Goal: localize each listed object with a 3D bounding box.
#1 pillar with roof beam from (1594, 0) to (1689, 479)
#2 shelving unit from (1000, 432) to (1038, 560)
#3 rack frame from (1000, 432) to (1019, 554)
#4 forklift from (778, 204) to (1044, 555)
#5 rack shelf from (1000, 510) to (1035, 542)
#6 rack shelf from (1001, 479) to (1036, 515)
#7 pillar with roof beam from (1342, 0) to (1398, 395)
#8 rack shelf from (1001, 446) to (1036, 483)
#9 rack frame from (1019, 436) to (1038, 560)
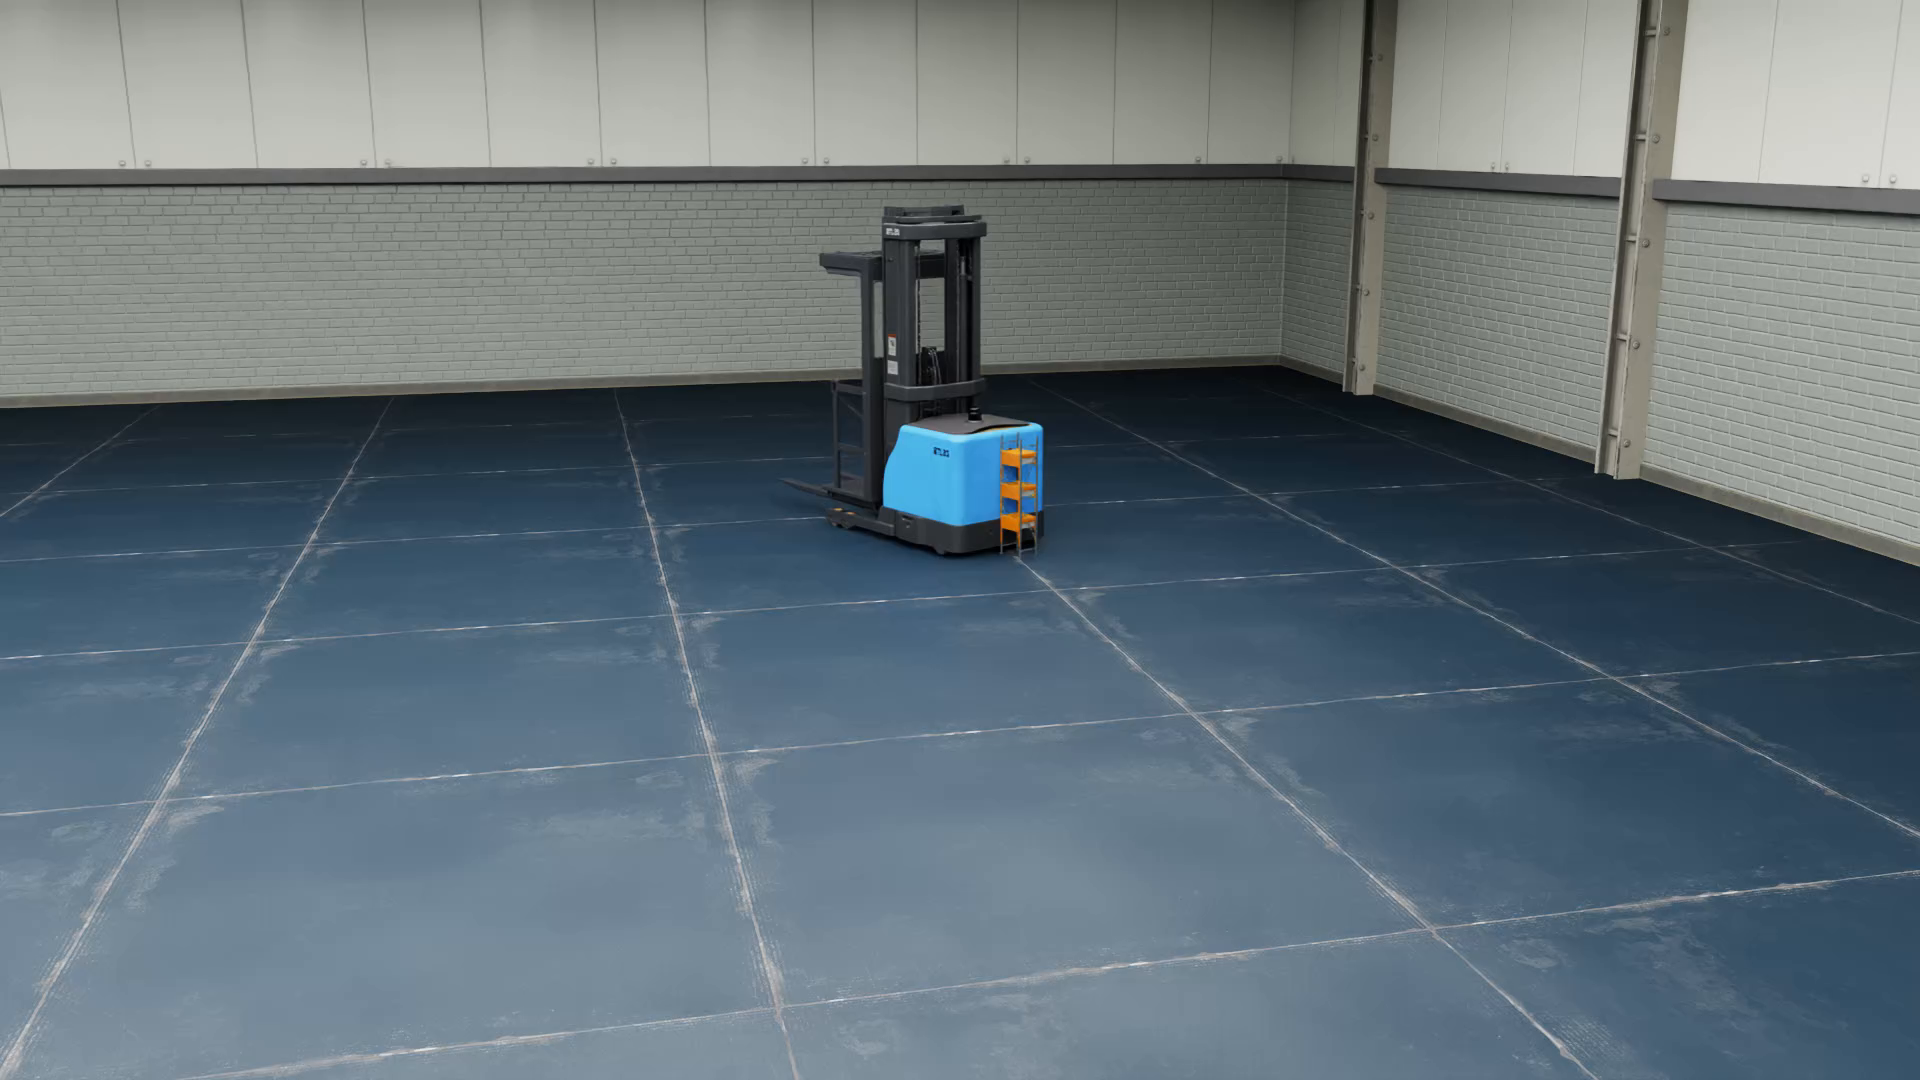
[{"bbox_3d":[2.841,-4.824,15.711,9.100,9.000,0.400,-3,14,-13],"label":"pillar with roof beam"},{"bbox_3d":[0.507,-0.379,14.268,0.215,1.050,0.252,-11,18,-38],"label":"shelving unit"},{"bbox_3d":[0.429,-0.402,14.359,0.200,1.050,0.008,-11,18,-38],"label":"rack frame"},{"bbox_3d":[-0.582,-1.586,15.243,1.130,2.935,3.031,-11,18,-38],"label":"forklift"},{"bbox_3d":[0.507,-0.099,14.336,0.215,0.259,0.240,-11,18,-38],"label":"rack shelf"},{"bbox_3d":[0.507,-0.369,14.270,0.215,0.259,0.240,-11,18,-38],"label":"rack shelf"},{"bbox_3d":[1.432,-6.208,21.377,9.100,9.000,0.400,-3,14,-13],"label":"pillar with roof beam"},{"bbox_3d":[0.507,-0.645,14.203,0.215,0.259,0.240,-11,18,-38],"label":"rack shelf"},{"bbox_3d":[0.585,-0.357,14.176,0.200,1.050,0.008,-11,18,-38],"label":"rack frame"}]
